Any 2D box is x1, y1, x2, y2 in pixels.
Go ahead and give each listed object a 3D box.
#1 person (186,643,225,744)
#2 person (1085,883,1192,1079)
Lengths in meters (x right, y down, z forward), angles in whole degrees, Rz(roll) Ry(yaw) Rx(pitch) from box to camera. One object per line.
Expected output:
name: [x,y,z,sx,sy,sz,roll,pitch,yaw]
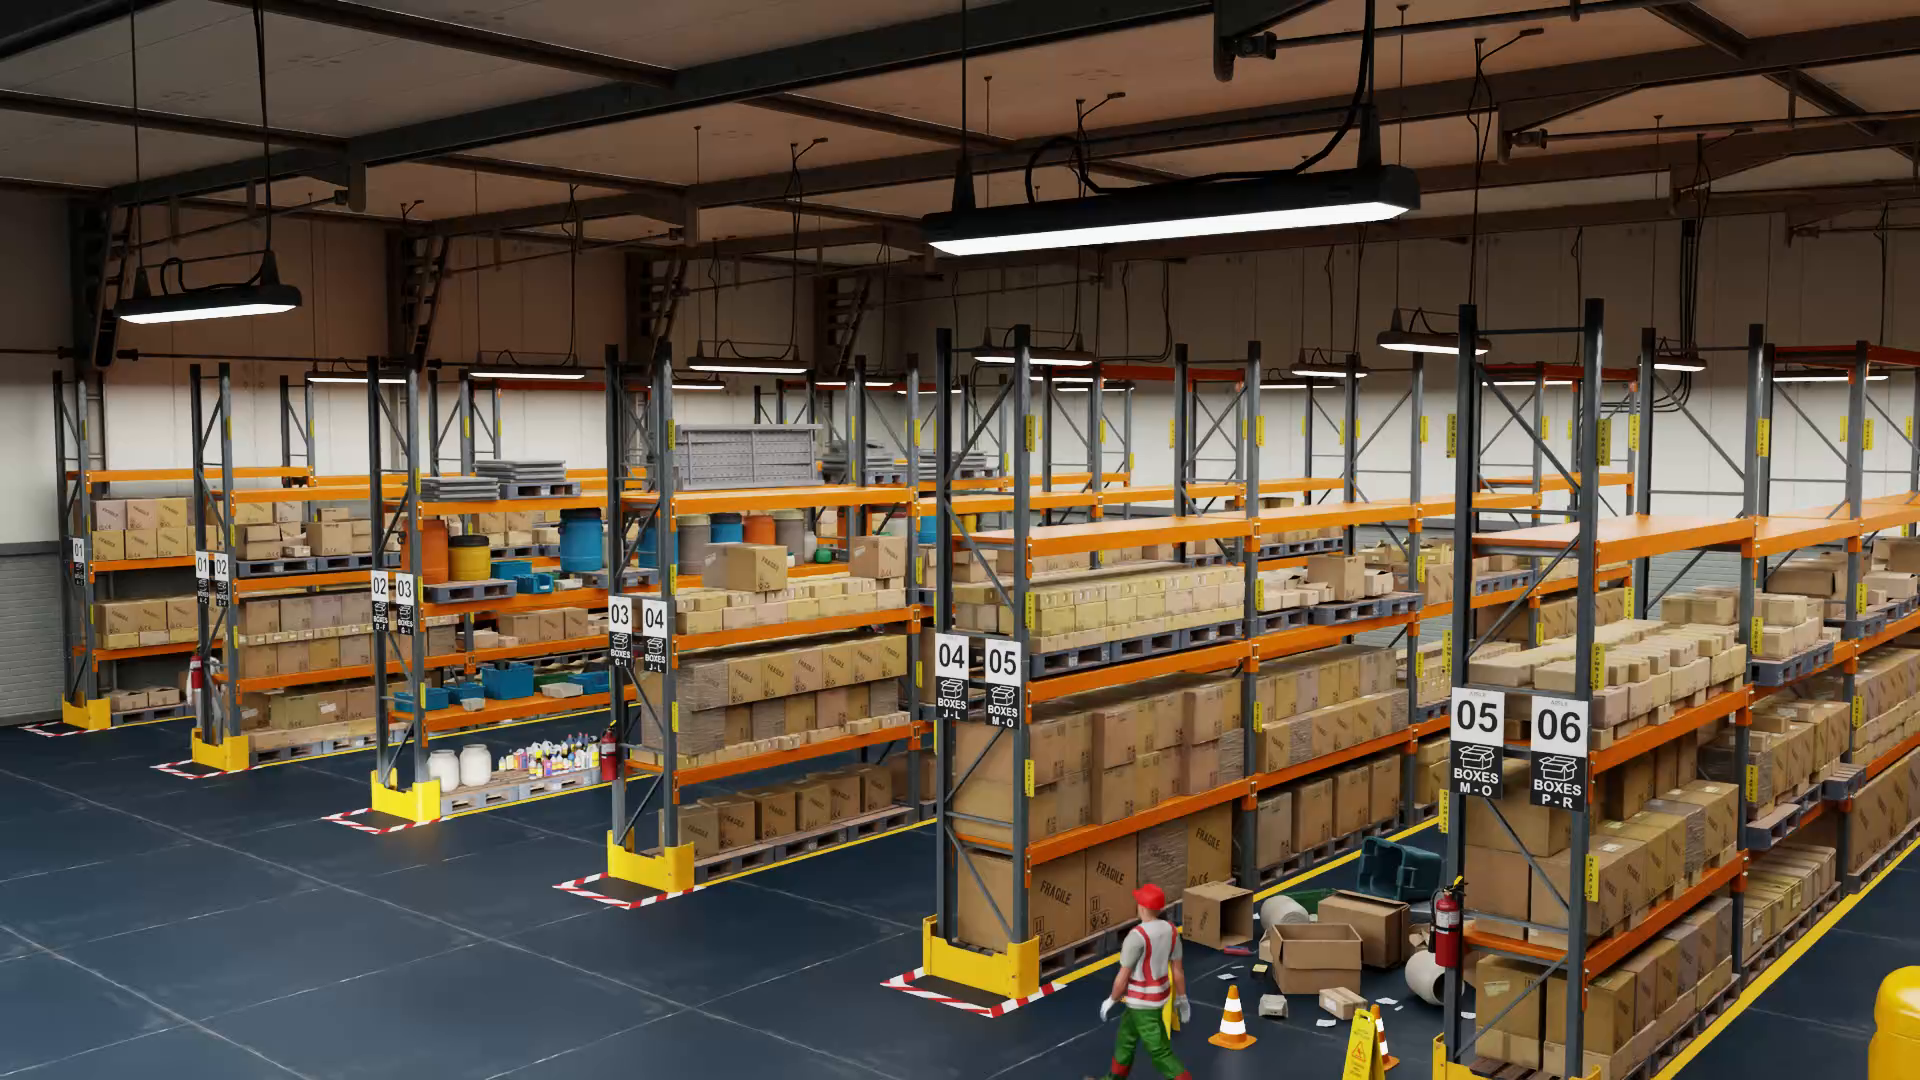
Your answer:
person: [-11.921,2.471,26.292,0.573,1.753,0.350,-3,5,-37]
person: [1.353,3.404,12.280,1.064,1.752,0.490,2,4,22]
